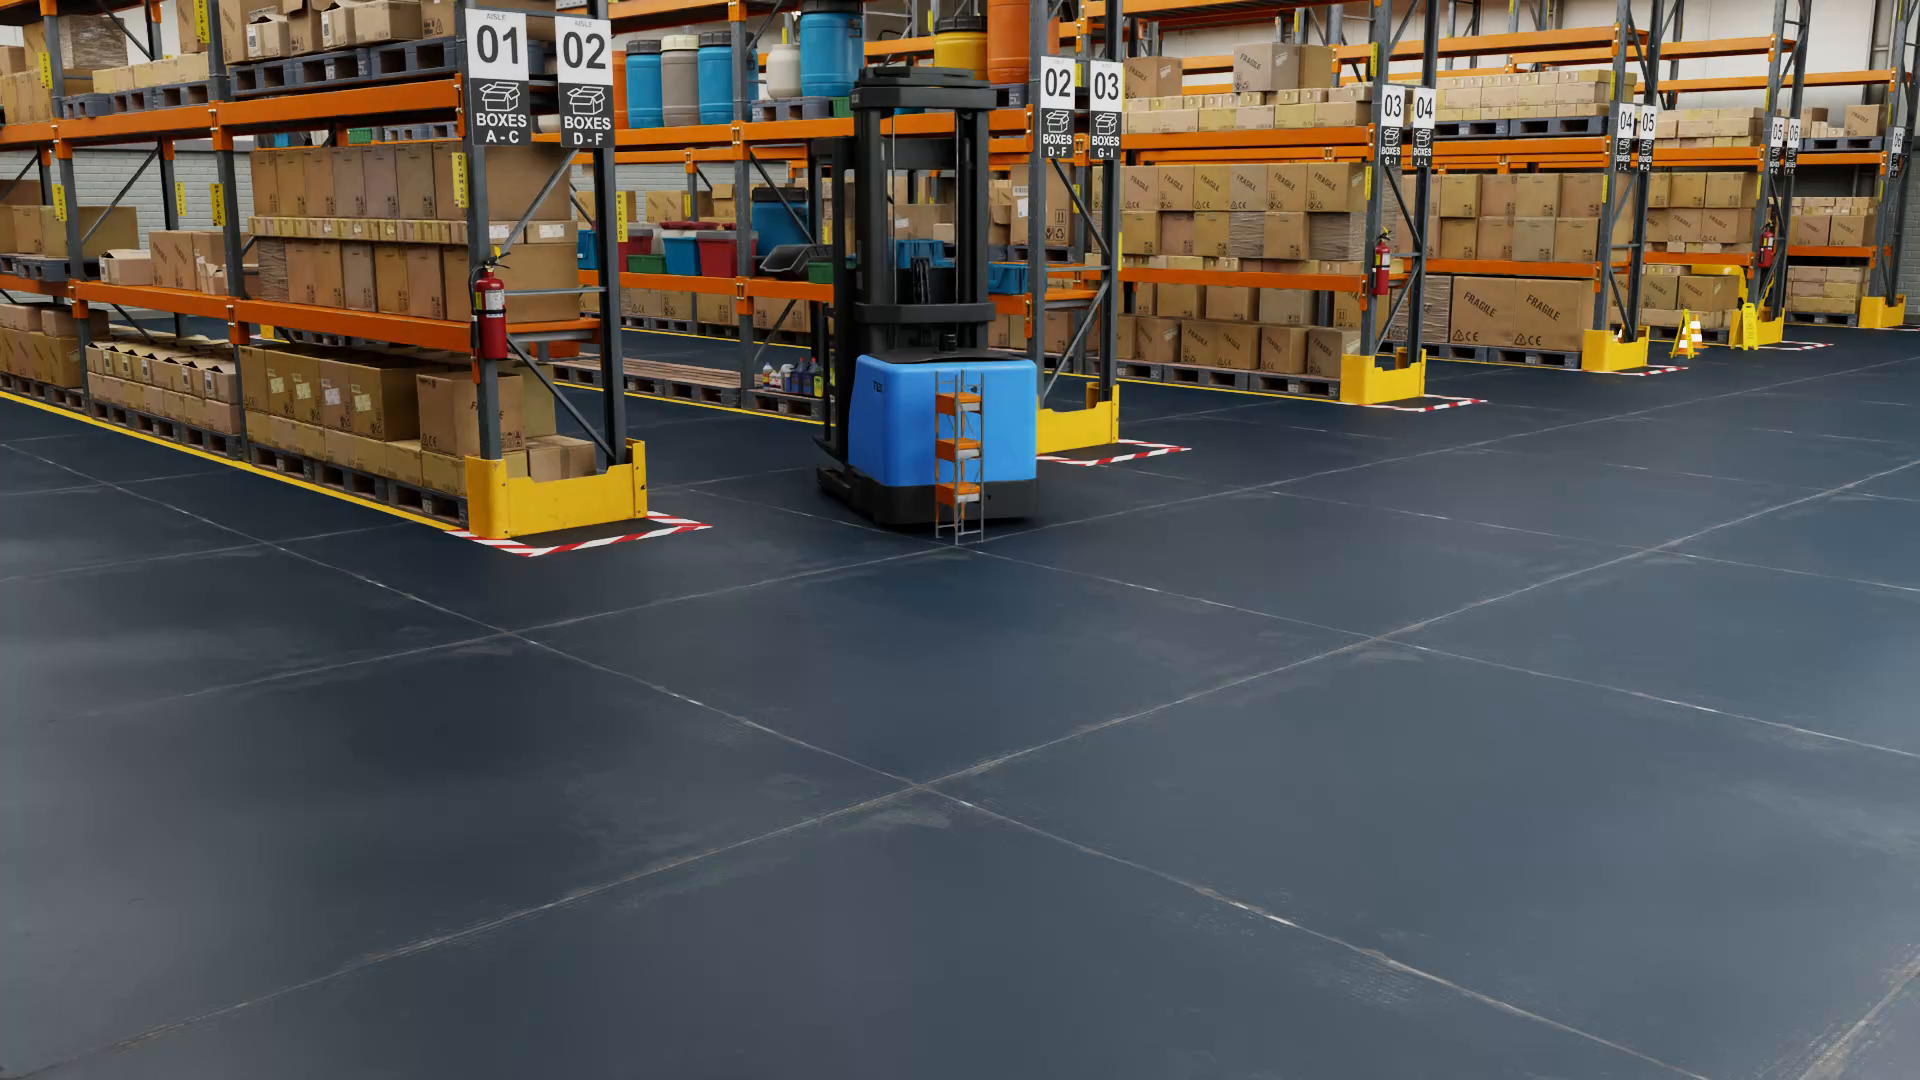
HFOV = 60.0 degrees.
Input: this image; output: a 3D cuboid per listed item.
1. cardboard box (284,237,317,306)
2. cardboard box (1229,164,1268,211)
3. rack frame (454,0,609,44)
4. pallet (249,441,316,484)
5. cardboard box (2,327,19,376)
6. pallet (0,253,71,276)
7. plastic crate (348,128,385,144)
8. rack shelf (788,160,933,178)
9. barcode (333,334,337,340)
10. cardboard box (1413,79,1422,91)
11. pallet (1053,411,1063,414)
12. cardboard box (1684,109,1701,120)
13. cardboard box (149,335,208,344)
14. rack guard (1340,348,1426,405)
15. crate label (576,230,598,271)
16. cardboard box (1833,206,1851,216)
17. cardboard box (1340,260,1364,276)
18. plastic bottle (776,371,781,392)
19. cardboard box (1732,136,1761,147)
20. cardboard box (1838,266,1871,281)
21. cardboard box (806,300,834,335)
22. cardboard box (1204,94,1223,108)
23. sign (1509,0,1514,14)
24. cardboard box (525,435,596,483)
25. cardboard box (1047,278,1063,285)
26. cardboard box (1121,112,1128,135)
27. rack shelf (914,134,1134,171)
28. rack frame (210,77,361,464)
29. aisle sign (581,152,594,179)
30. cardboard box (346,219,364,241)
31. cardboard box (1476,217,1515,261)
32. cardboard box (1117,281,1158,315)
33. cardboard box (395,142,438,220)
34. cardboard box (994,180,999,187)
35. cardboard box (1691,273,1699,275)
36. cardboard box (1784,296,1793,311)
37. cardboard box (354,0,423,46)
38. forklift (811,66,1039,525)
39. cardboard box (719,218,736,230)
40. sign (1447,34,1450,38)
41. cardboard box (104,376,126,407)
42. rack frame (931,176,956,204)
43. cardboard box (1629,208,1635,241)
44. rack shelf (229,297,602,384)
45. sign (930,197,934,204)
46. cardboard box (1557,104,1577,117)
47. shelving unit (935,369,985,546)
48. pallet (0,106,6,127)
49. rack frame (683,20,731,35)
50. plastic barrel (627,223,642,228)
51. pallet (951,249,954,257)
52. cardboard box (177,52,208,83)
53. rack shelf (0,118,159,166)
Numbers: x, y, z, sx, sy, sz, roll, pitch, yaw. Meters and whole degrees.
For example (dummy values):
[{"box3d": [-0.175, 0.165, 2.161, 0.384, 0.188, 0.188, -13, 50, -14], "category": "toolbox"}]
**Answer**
[{"box3d": [-4.713, -2.070, 12.749, 0.700, 0.500, 0.500, -11, 16, -43], "category": "cardboard box"}, {"box3d": [3.285, -3.833, 18.091, 0.500, 0.500, 0.500, -11, 16, -43], "category": "cardboard box"}, {"box3d": [-2.631, -4.515, 10.000, 1.000, 3.000, 0.127, -11, 16, -43], "category": "rack frame"}, {"box3d": [-4.874, -0.673, 13.128, 1.003, 0.211, 1.213, -11, 16, -43], "category": "pallet"}, {"box3d": [-10.044, -2.065, 18.077, 0.500, 0.500, 0.500, -11, 16, -42], "category": "cardboard box"}, {"box3d": [-9.502, -2.934, 17.666, 1.003, 0.211, 1.213, -11, 16, -43], "category": "pallet"}, {"box3d": [-7.844, -5.403, 22.268, 0.450, 0.188, 0.662, -11, 16, -43], "category": "plastic crate"}, {"box3d": [-1.474, -6.793, 30.273, 1.077, 0.370, 4.000, -11, 16, -43], "category": "rack shelf"}, {"box3d": [-5.268, -1.717, 14.012, 0.001, 0.075, 0.075, -11, 16, -43], "category": "barcode"}, {"box3d": [6.142, -5.959, 21.801, 0.380, 0.149, 0.250, -11, 16, -42], "category": "cardboard box"}, {"box3d": [0.311, -1.025, 14.835, 1.003, 0.211, 1.213, -11, 16, -43], "category": "pallet"}, {"box3d": [10.779, -6.205, 24.280, 0.380, 0.149, 0.250, -11, 16, -42], "category": "cardboard box"}, {"box3d": [-7.616, -1.836, 16.246, 0.500, 0.311, 0.500, -10, 16, -41], "category": "cardboard box"}, {"box3d": [4.484, -1.744, 17.609, 1.175, 0.500, 0.348, -11, 16, -43], "category": "rack guard"}, {"box3d": [-4.080, -3.269, 18.730, 0.502, 0.435, 0.616, -11, 16, -43], "category": "crate label"}, {"box3d": [14.651, -5.441, 27.507, 0.380, 0.149, 0.250, -11, 16, -42], "category": "cardboard box"}, {"box3d": [4.191, -2.847, 17.391, 0.380, 0.149, 0.250, -11, 16, -43], "category": "cardboard box"}, {"box3d": [-1.764, -1.558, 16.358, 0.097, 0.201, 0.097, 0, 12, 0], "category": "plastic bottle"}, {"box3d": [11.255, -5.697, 23.792, 0.380, 0.149, 0.250, -11, 16, -42], "category": "cardboard box"}, {"box3d": [15.096, -4.475, 27.969, 0.500, 0.250, 0.500, -11, 16, -43], "category": "cardboard box"}, {"box3d": [-1.450, -3.393, 23.645, 0.875, 0.875, 1.225, 11, 16, 43], "category": "cardboard box"}, {"box3d": [2.906, -4.823, 18.313, 0.380, 0.149, 0.250, -10, 16, -41], "category": "cardboard box"}, {"box3d": [8.544, -8.317, 25.744, 0.100, 0.325, 0.005, -11, 16, -43], "category": "sign"}, {"box3d": [-2.840, -0.545, 11.371, 0.500, 0.250, 0.500, -11, 16, -43], "category": "cardboard box"}, {"box3d": [1.651, -4.285, 27.045, 0.500, 0.250, 0.500, -11, 16, -42], "category": "cardboard box"}, {"box3d": [1.900, -4.835, 19.357, 0.500, 0.250, 0.500, 11, 16, 43], "category": "cardboard box"}, {"box3d": [0.393, -4.949, 21.323, 1.077, 0.370, 4.000, -11, 16, -43], "category": "rack shelf"}, {"box3d": [-5.393, -2.161, 13.439, 1.000, 3.000, 0.127, -11, 16, -43], "category": "rack frame"}, {"box3d": [-6.345, -6.617, 28.629, 0.394, 0.787, 0.004, -11, 16, -43], "category": "aisle sign"}, {"box3d": [-4.105, -2.199, 11.769, 0.380, 0.149, 0.250, -11, 16, -43], "category": "cardboard box"}, {"box3d": [7.213, -3.931, 21.660, 0.875, 0.550, 0.550, -11, 16, -43], "category": "cardboard box"}, {"box3d": [3.025, -3.803, 25.946, 1.050, 0.750, 0.750, -11, 16, -43], "category": "cardboard box"}, {"box3d": [-3.348, -2.415, 11.210, 0.500, 0.500, 0.700, 11, 16, 44], "category": "cardboard box"}, {"box3d": [0.932, -7.411, 34.587, 0.380, 0.149, 0.250, -10, 16, -41], "category": "cardboard box"}, {"box3d": [10.966, -3.799, 25.308, 0.500, 0.500, 0.500, 11, 16, 43], "category": "cardboard box"}, {"box3d": [14.063, -4.062, 28.439, 0.500, 0.250, 0.500, -11, 16, -42], "category": "cardboard box"}, {"box3d": [-3.617, -3.378, 10.899, 0.500, 0.250, 0.500, -11, 16, -43], "category": "cardboard box"}, {"box3d": [-0.412, -1.784, 11.779, 1.130, 2.935, 3.031, -4, 12, -17], "category": "forklift"}, {"box3d": [-3.266, -4.582, 24.943, 0.500, 0.500, 0.500, -11, 16, -42], "category": "cardboard box"}, {"box3d": [9.381, -9.555, 31.951, 0.100, 0.325, 0.005, -11, 16, -43], "category": "sign"}, {"box3d": [-7.658, -1.413, 15.582, 0.500, 0.250, 0.500, 11, 16, 44], "category": "cardboard box"}, {"box3d": [-0.093, -5.385, 29.087, 1.000, 3.000, 0.127, -11, 16, -43], "category": "rack frame"}, {"box3d": [10.108, -4.797, 25.250, 0.500, 0.500, 0.500, -11, 16, -42], "category": "cardboard box"}, {"box3d": [-4.012, -1.516, 12.095, 1.077, 0.370, 4.000, -11, 16, -43], "category": "rack shelf"}, {"box3d": [-0.480, -5.732, 28.627, 0.100, 0.325, 0.005, -11, 16, -43], "category": "sign"}, {"box3d": [7.546, -5.272, 20.442, 0.380, 0.149, 0.250, -11, 16, -42], "category": "cardboard box"}, {"box3d": [-0.004, -0.512, 10.266, 0.215, 1.050, 0.252, -7, 14, -29], "category": "shelving unit"}, {"box3d": [-9.800, -4.449, 17.580, 1.213, 0.211, 1.003, -11, 16, -43], "category": "pallet"}, {"box3d": [-3.750, -7.646, 25.198, 1.000, 3.000, 0.127, -11, 16, -43], "category": "rack frame"}, {"box3d": [-3.705, -3.369, 19.024, 0.421, 0.512, 0.421, 0, 12, 0], "category": "plastic barrel"}, {"box3d": [-0.419, -3.941, 22.557, 1.213, 0.211, 1.003, -11, 16, -43], "category": "pallet"}, {"box3d": [-6.193, -3.933, 13.939, 0.500, 0.250, 0.500, 10, 15, 40], "category": "cardboard box"}, {"box3d": [-9.537, -4.153, 17.459, 1.077, 0.370, 4.000, -11, 16, -43], "category": "rack shelf"}]
